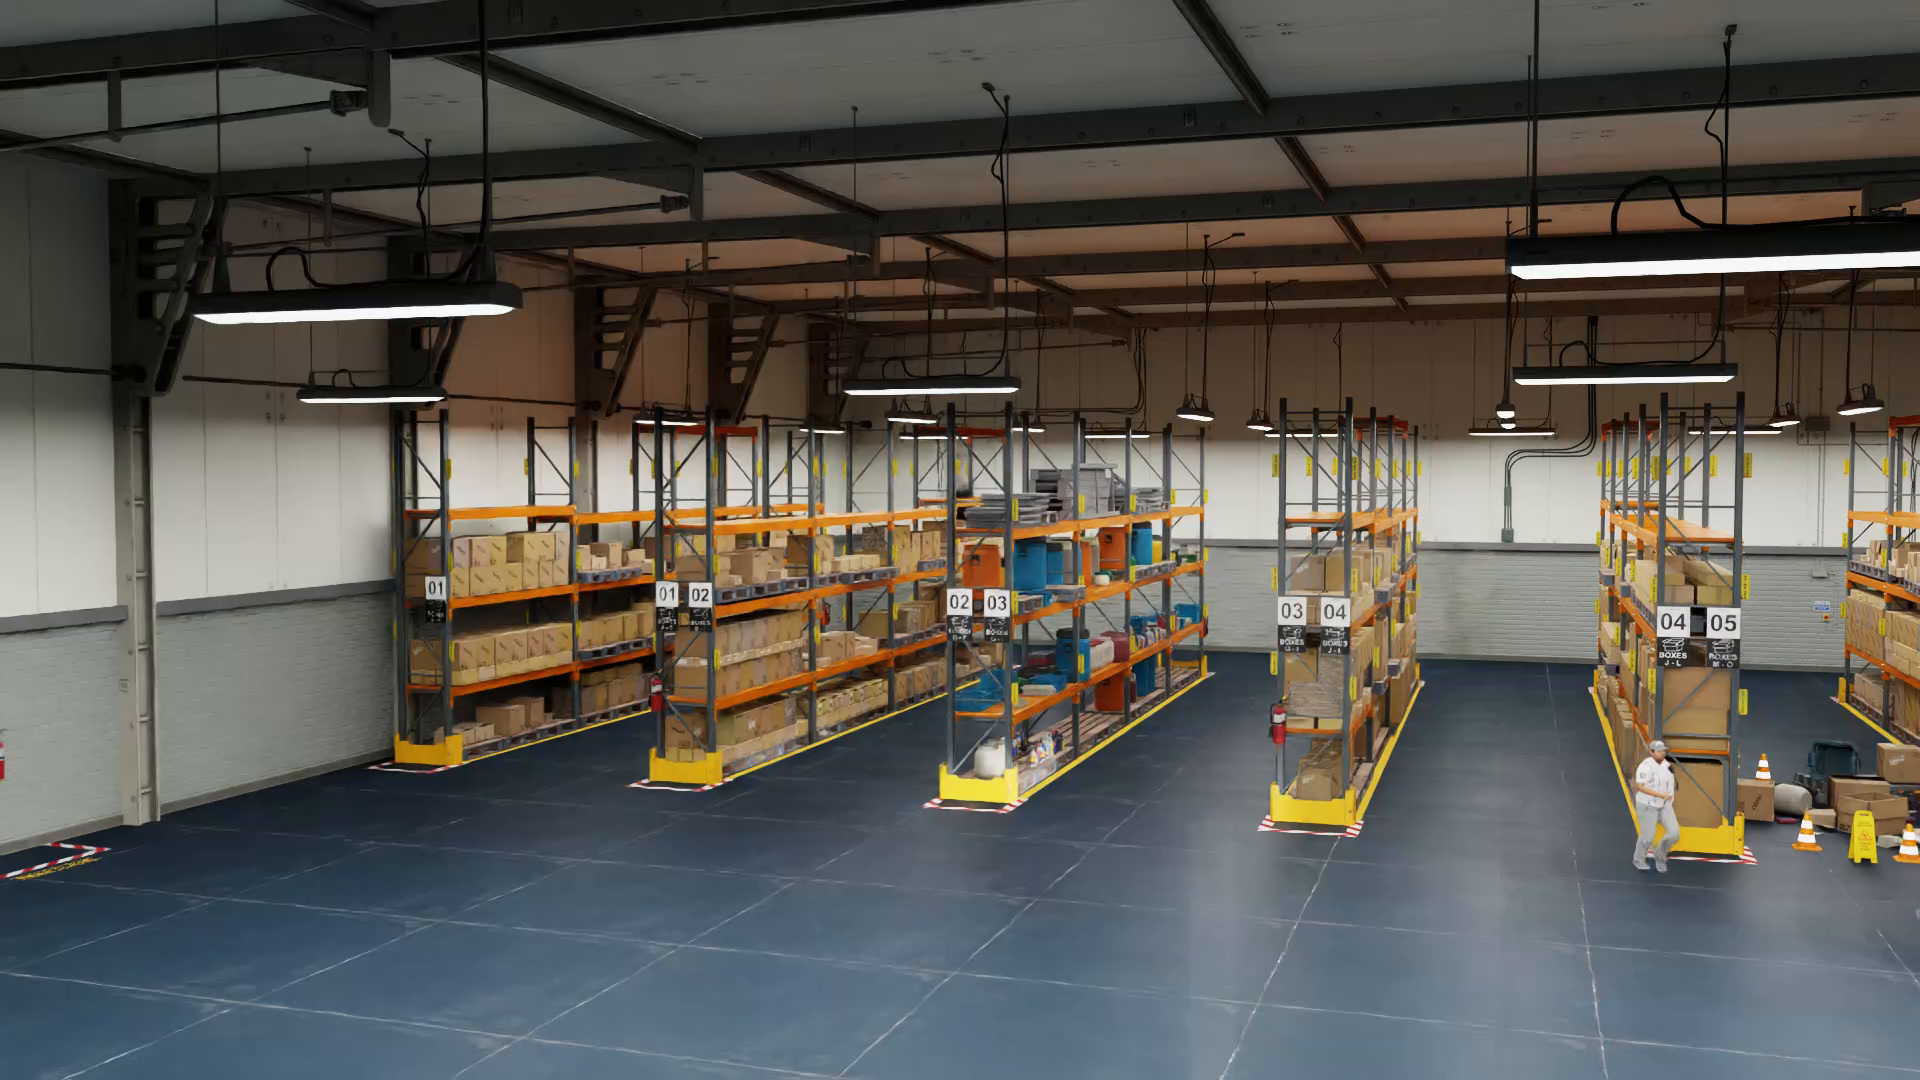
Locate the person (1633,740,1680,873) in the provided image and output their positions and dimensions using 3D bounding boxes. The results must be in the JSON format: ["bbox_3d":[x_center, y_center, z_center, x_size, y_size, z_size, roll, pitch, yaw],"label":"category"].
[{"bbox_3d":[8.626,3.307,20.535,0.631,1.679,0.661,-1,3,-17],"label":"person"}]
